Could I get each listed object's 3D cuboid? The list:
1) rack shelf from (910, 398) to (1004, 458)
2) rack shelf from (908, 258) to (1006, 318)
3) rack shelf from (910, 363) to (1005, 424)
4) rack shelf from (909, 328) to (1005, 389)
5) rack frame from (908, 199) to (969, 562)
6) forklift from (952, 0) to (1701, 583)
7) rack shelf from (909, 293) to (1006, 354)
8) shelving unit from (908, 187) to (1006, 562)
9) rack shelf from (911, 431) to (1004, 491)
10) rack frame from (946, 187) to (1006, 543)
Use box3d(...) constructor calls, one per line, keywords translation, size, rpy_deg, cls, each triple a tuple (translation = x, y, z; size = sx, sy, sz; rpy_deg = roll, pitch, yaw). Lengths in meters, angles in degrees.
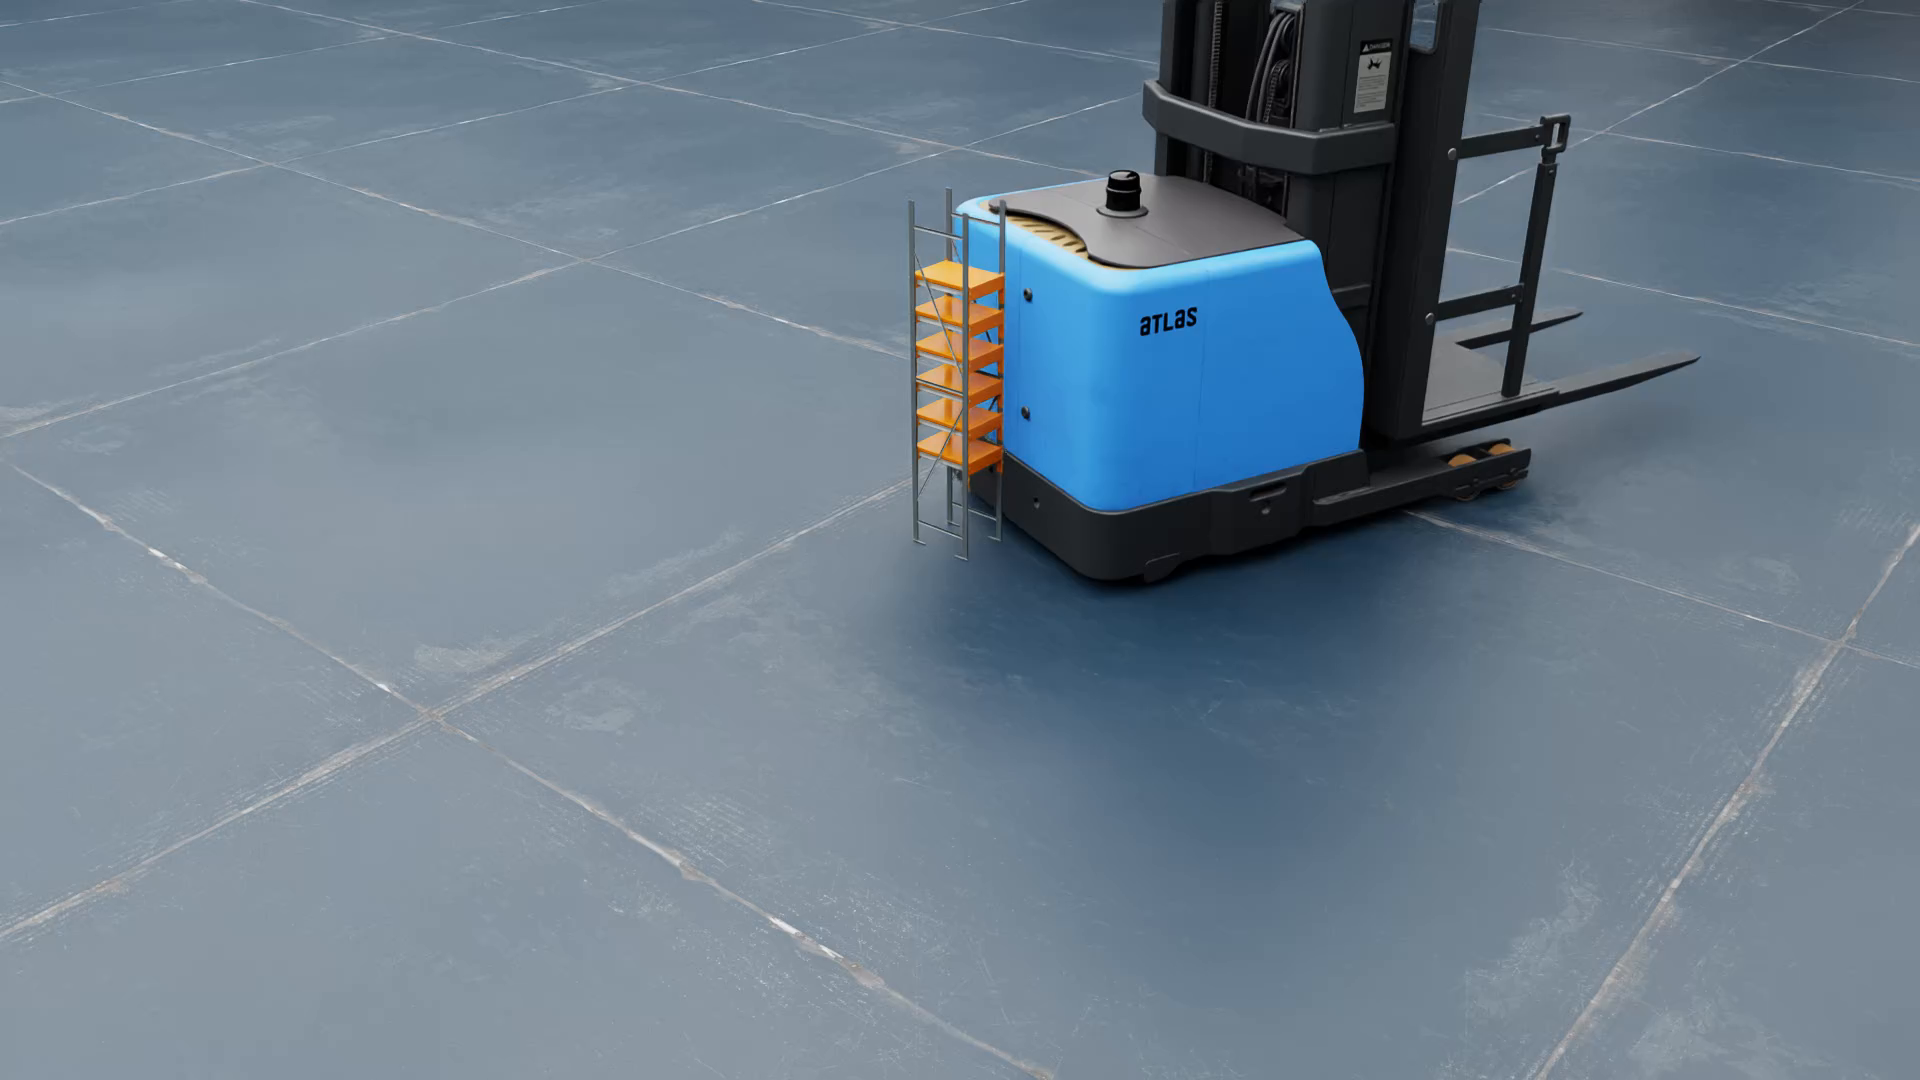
box3d(translation=(-0.009, -0.382, 5.540), size=(0.258, 0.103, 0.180), rpy_deg=(21, 34, 34), cls="rack shelf")
box3d(translation=(-0.009, -0.808, 5.319), size=(0.258, 0.103, 0.180), rpy_deg=(21, 34, 34), cls="rack shelf")
box3d(translation=(-0.009, -0.488, 5.485), size=(0.258, 0.103, 0.180), rpy_deg=(21, 34, 34), cls="rack shelf")
box3d(translation=(-0.009, -0.595, 5.430), size=(0.258, 0.103, 0.180), rpy_deg=(21, 34, 34), cls="rack shelf")
box3d(translation=(-0.067, -0.495, 5.402), size=(0.240, 1.200, 0.006), rpy_deg=(21, 34, 34), cls="rack frame")
box3d(translation=(1.503, -1.639, 5.729), size=(3.031, 2.935, 1.130), rpy_deg=(-14, 31, -26), cls="forklift")
box3d(translation=(-0.009, -0.701, 5.375), size=(0.258, 0.103, 0.180), rpy_deg=(21, 34, 34), cls="rack shelf")
box3d(translation=(-0.009, -0.528, 5.464), size=(0.258, 1.200, 0.189), rpy_deg=(21, 34, 34), cls="shelving unit")
box3d(translation=(-0.009, -0.275, 5.595), size=(0.258, 0.103, 0.180), rpy_deg=(21, 34, 34), cls="rack shelf")
box3d(translation=(0.049, -0.560, 5.527), size=(0.240, 1.200, 0.006), rpy_deg=(21, 34, 34), cls="rack frame")
